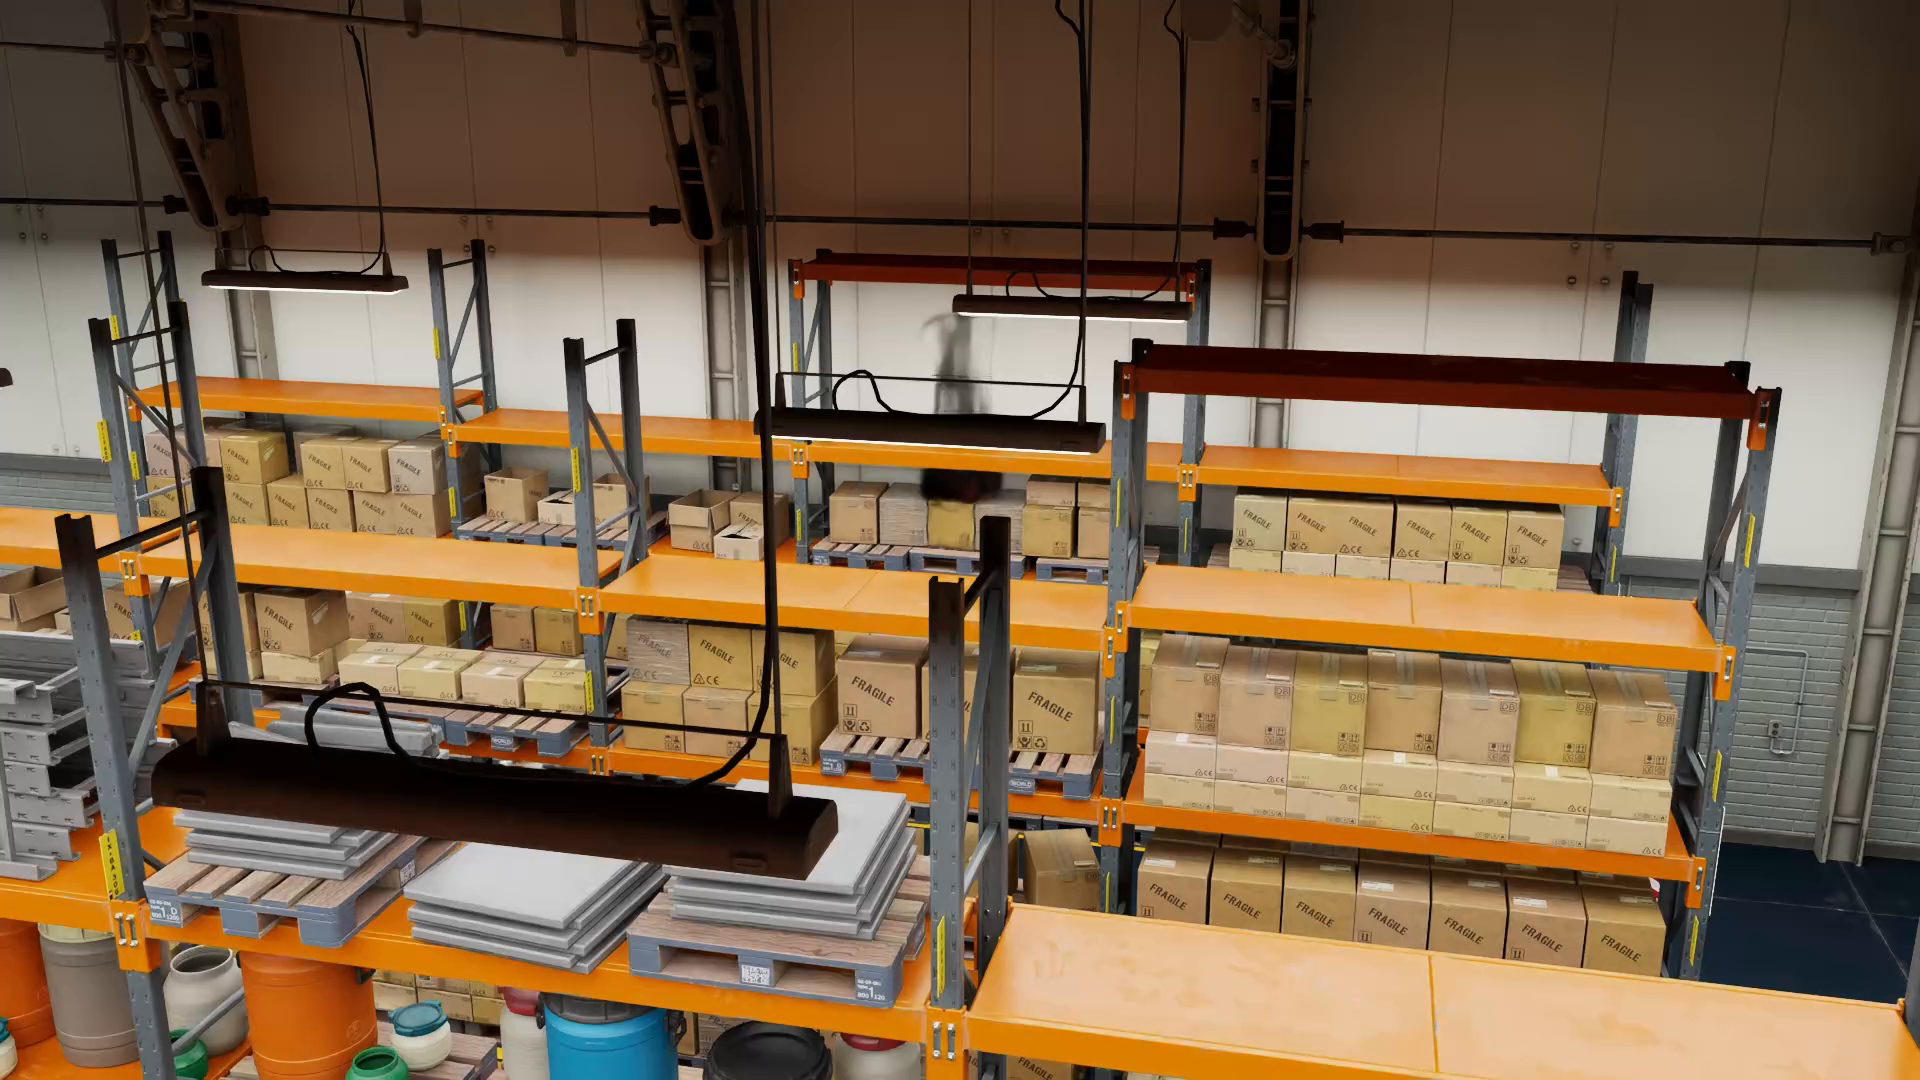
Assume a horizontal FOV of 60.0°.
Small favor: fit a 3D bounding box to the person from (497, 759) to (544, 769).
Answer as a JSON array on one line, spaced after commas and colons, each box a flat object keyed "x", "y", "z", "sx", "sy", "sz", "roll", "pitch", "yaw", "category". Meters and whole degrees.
[{"x": -4.470, "y": 2.337, "z": 17.326, "sx": 0.623, "sy": 1.735, "sz": 0.697, "roll": 2, "pitch": 16, "yaw": 6, "category": "person"}]
